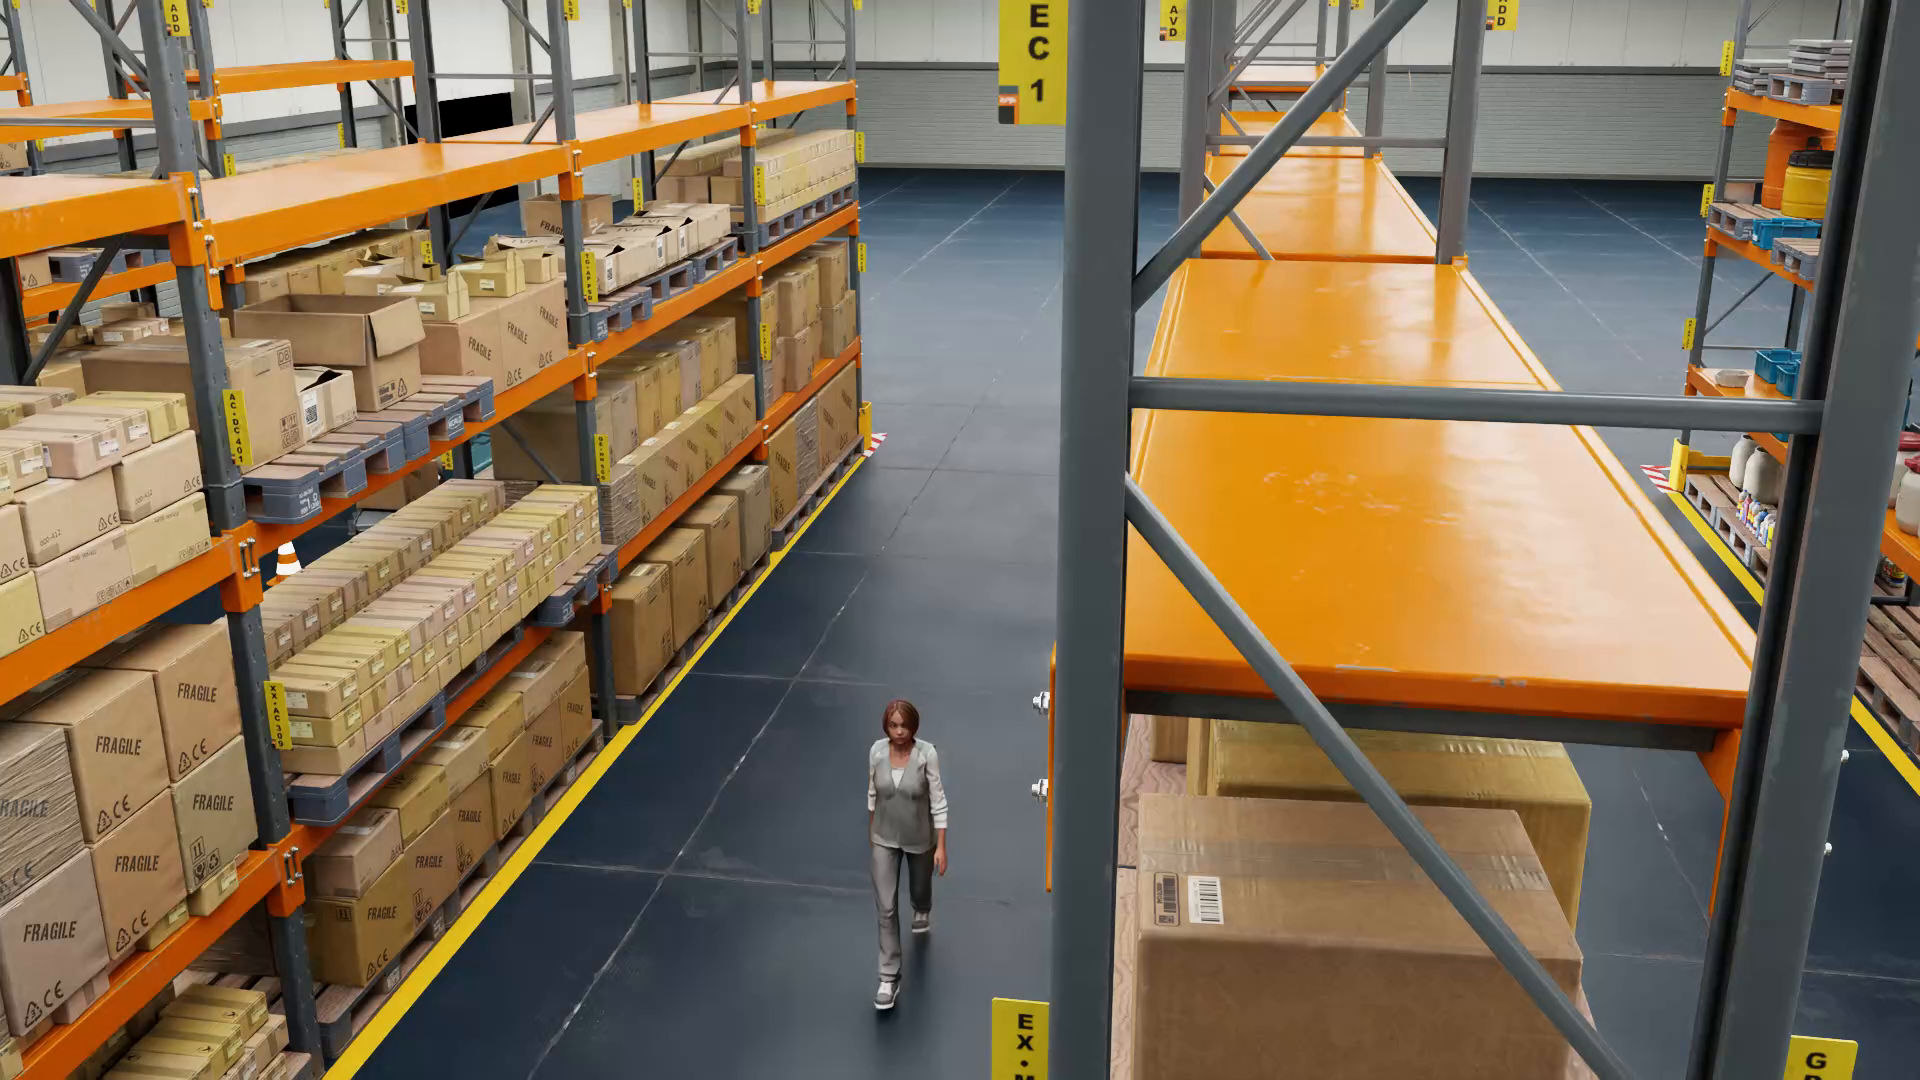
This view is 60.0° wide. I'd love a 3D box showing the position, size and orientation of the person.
[{"bbox_3d":[-0.264,1.513,8.769,0.436,1.496,0.780,1,18,4],"label":"person"}]
